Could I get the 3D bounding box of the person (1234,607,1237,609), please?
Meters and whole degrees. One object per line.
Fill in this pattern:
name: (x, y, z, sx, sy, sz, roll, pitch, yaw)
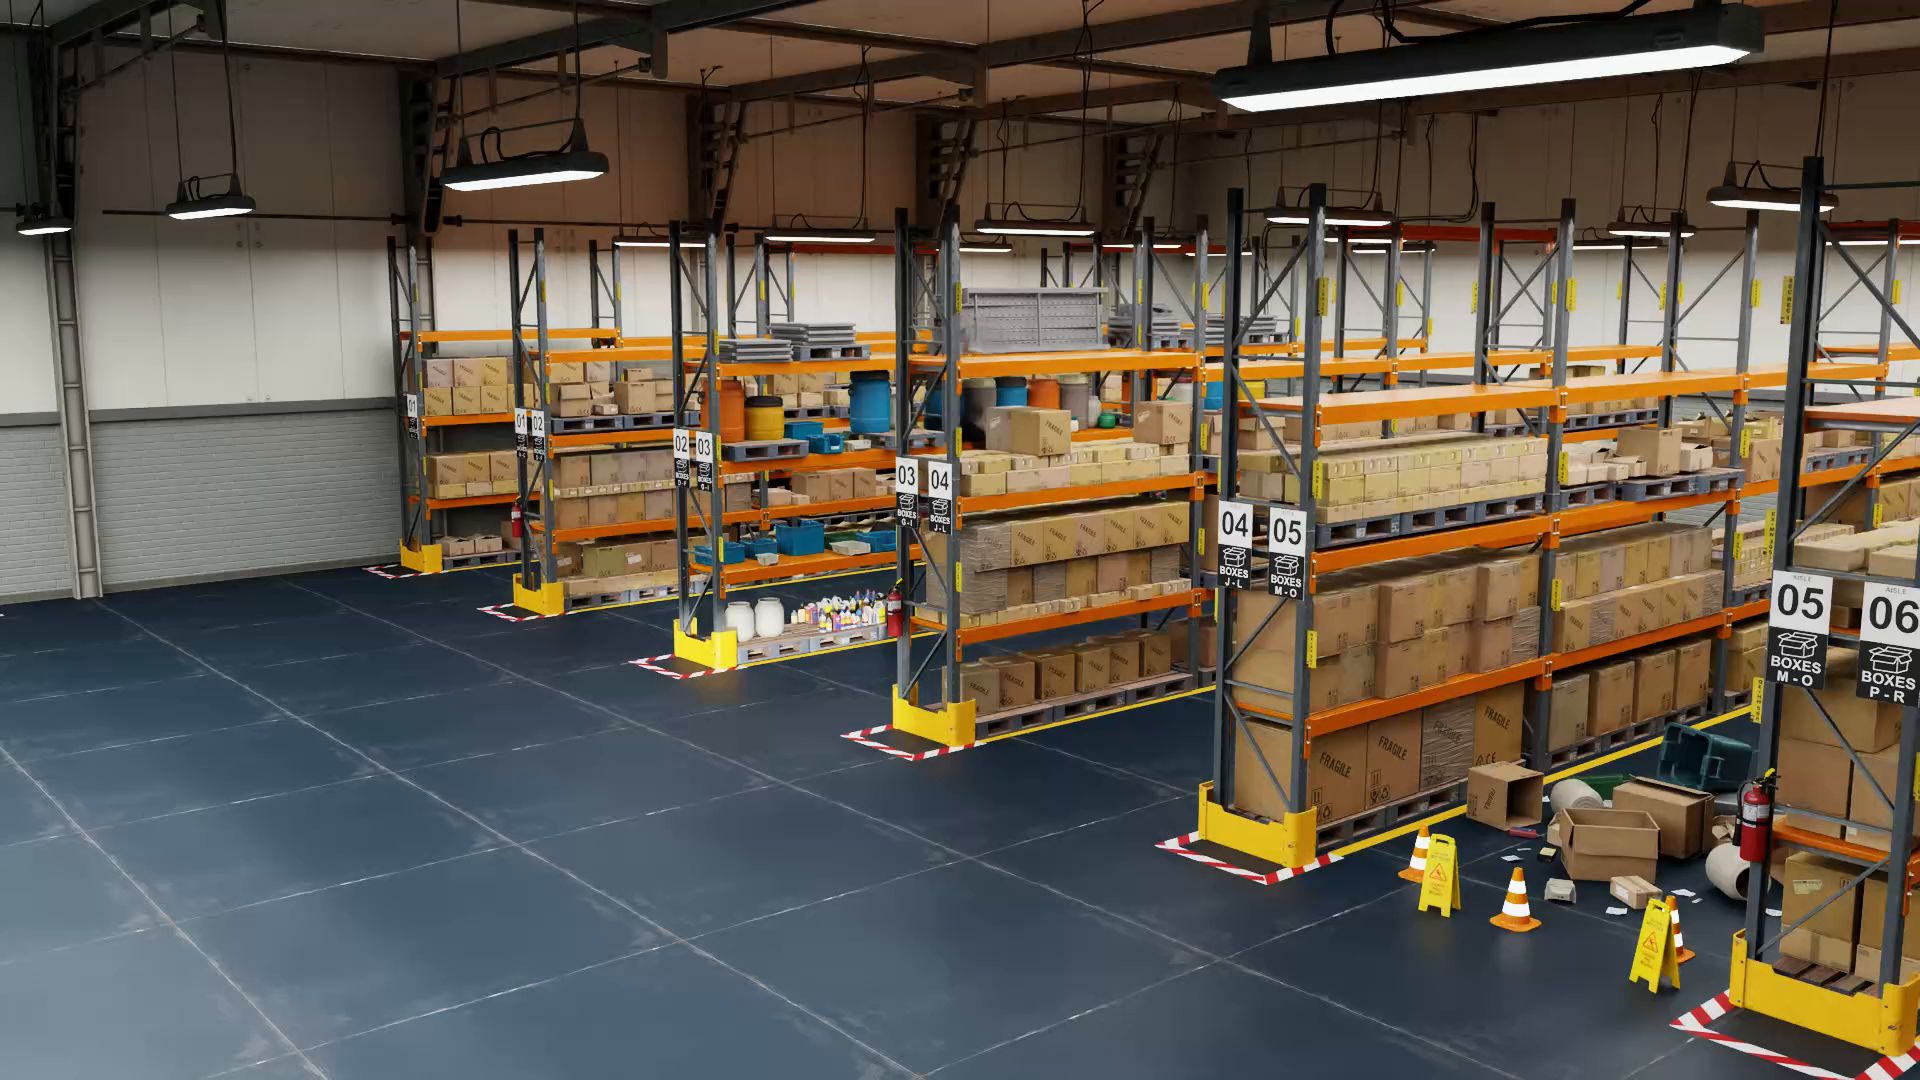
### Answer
person: (4.470, 0.255, 25.133, 0.589, 1.627, 0.823, 8, 12, 42)
